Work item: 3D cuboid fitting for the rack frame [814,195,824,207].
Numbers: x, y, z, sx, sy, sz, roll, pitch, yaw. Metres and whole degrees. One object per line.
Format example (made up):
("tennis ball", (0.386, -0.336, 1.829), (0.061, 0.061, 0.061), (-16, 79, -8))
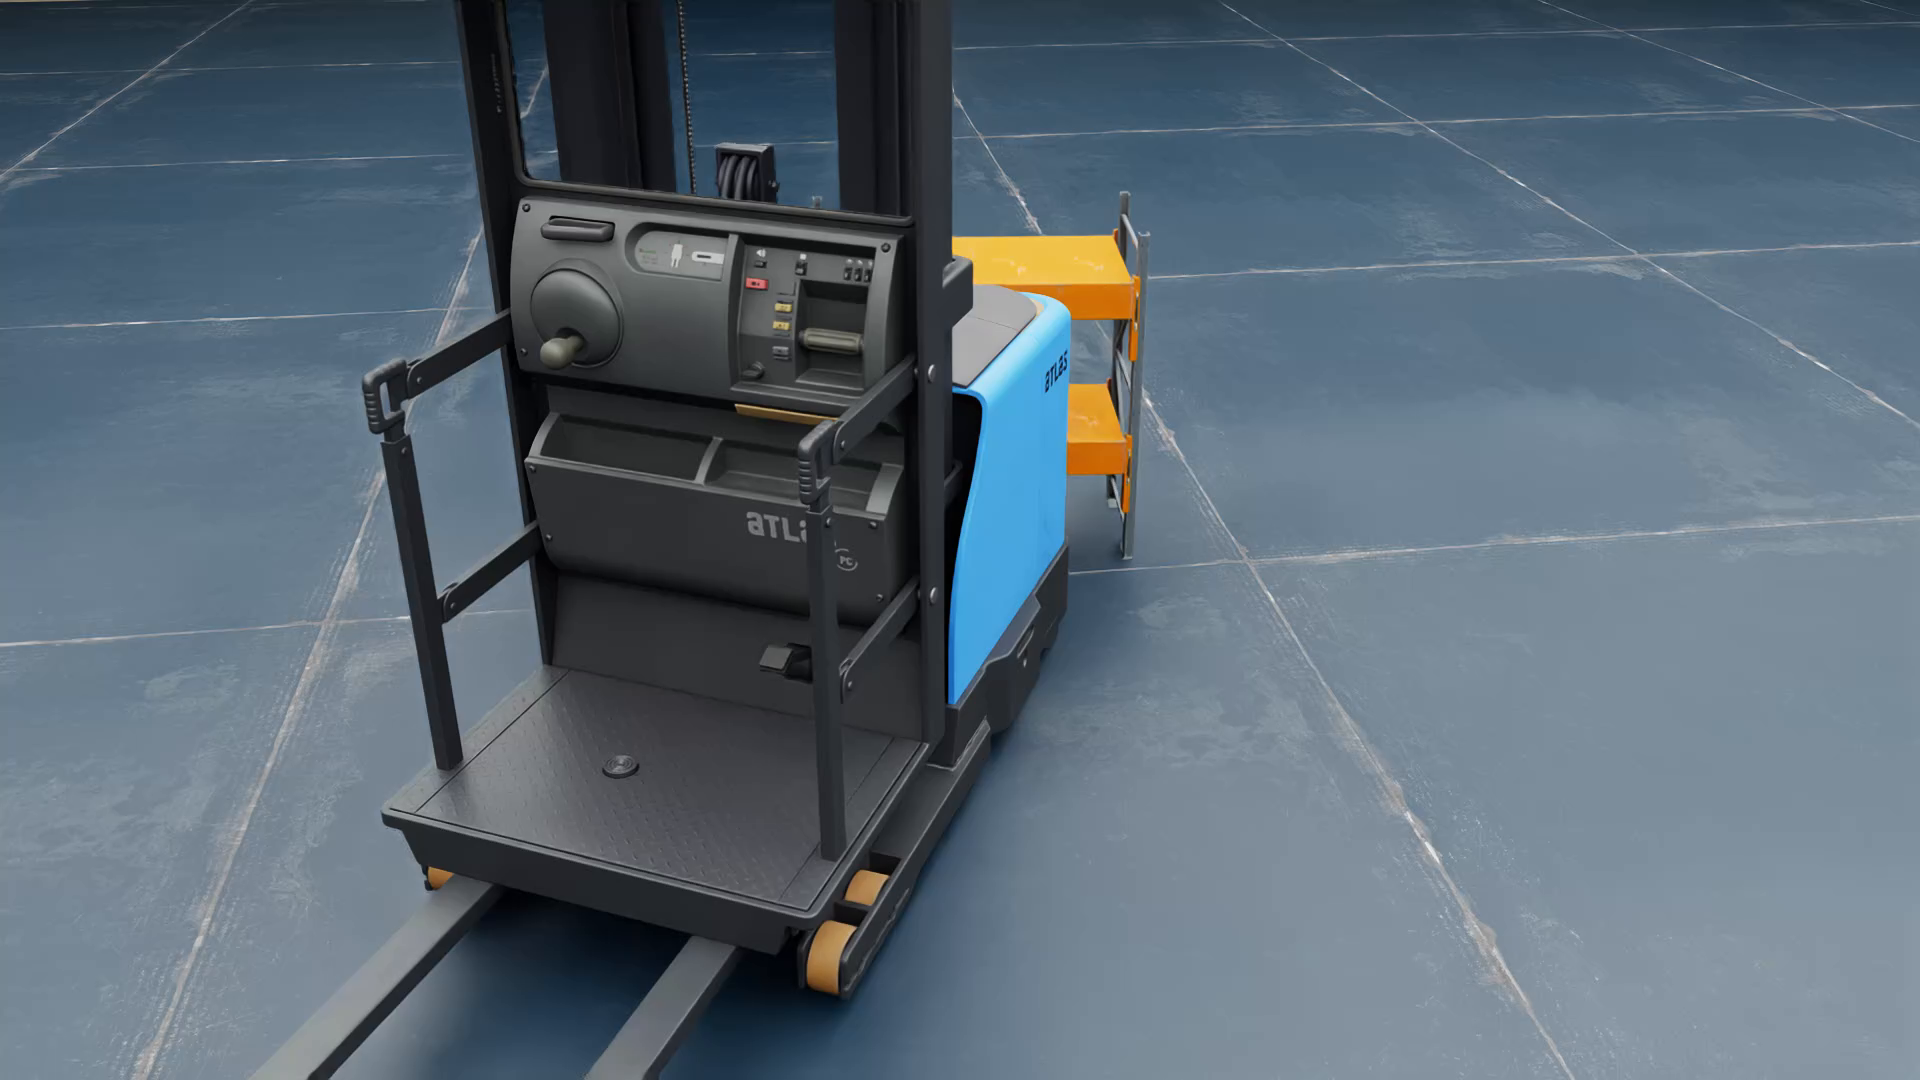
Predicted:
("rack frame", (-0.457, -0.529, 5.549), (0.032, 1.125, 0.500), (-1, 27, -2))

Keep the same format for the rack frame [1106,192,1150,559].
("rack frame", (0.558, -0.549, 5.588), (0.032, 1.125, 0.500), (-1, 27, -2))

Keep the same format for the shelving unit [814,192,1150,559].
("shelving unit", (0.051, -0.539, 5.569), (1.048, 1.125, 0.538), (-1, 27, -2))

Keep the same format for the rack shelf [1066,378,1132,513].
("rack shelf", (0.051, -0.322, 5.680), (1.000, 0.278, 0.538), (-1, 27, -2))

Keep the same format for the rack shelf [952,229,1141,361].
("rack shelf", (0.051, -0.800, 5.435), (1.000, 0.278, 0.538), (-1, 27, -2))

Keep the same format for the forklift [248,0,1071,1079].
("forklift", (-0.650, -0.490, 3.495), (1.130, 2.935, 3.031), (9, 29, 18))
